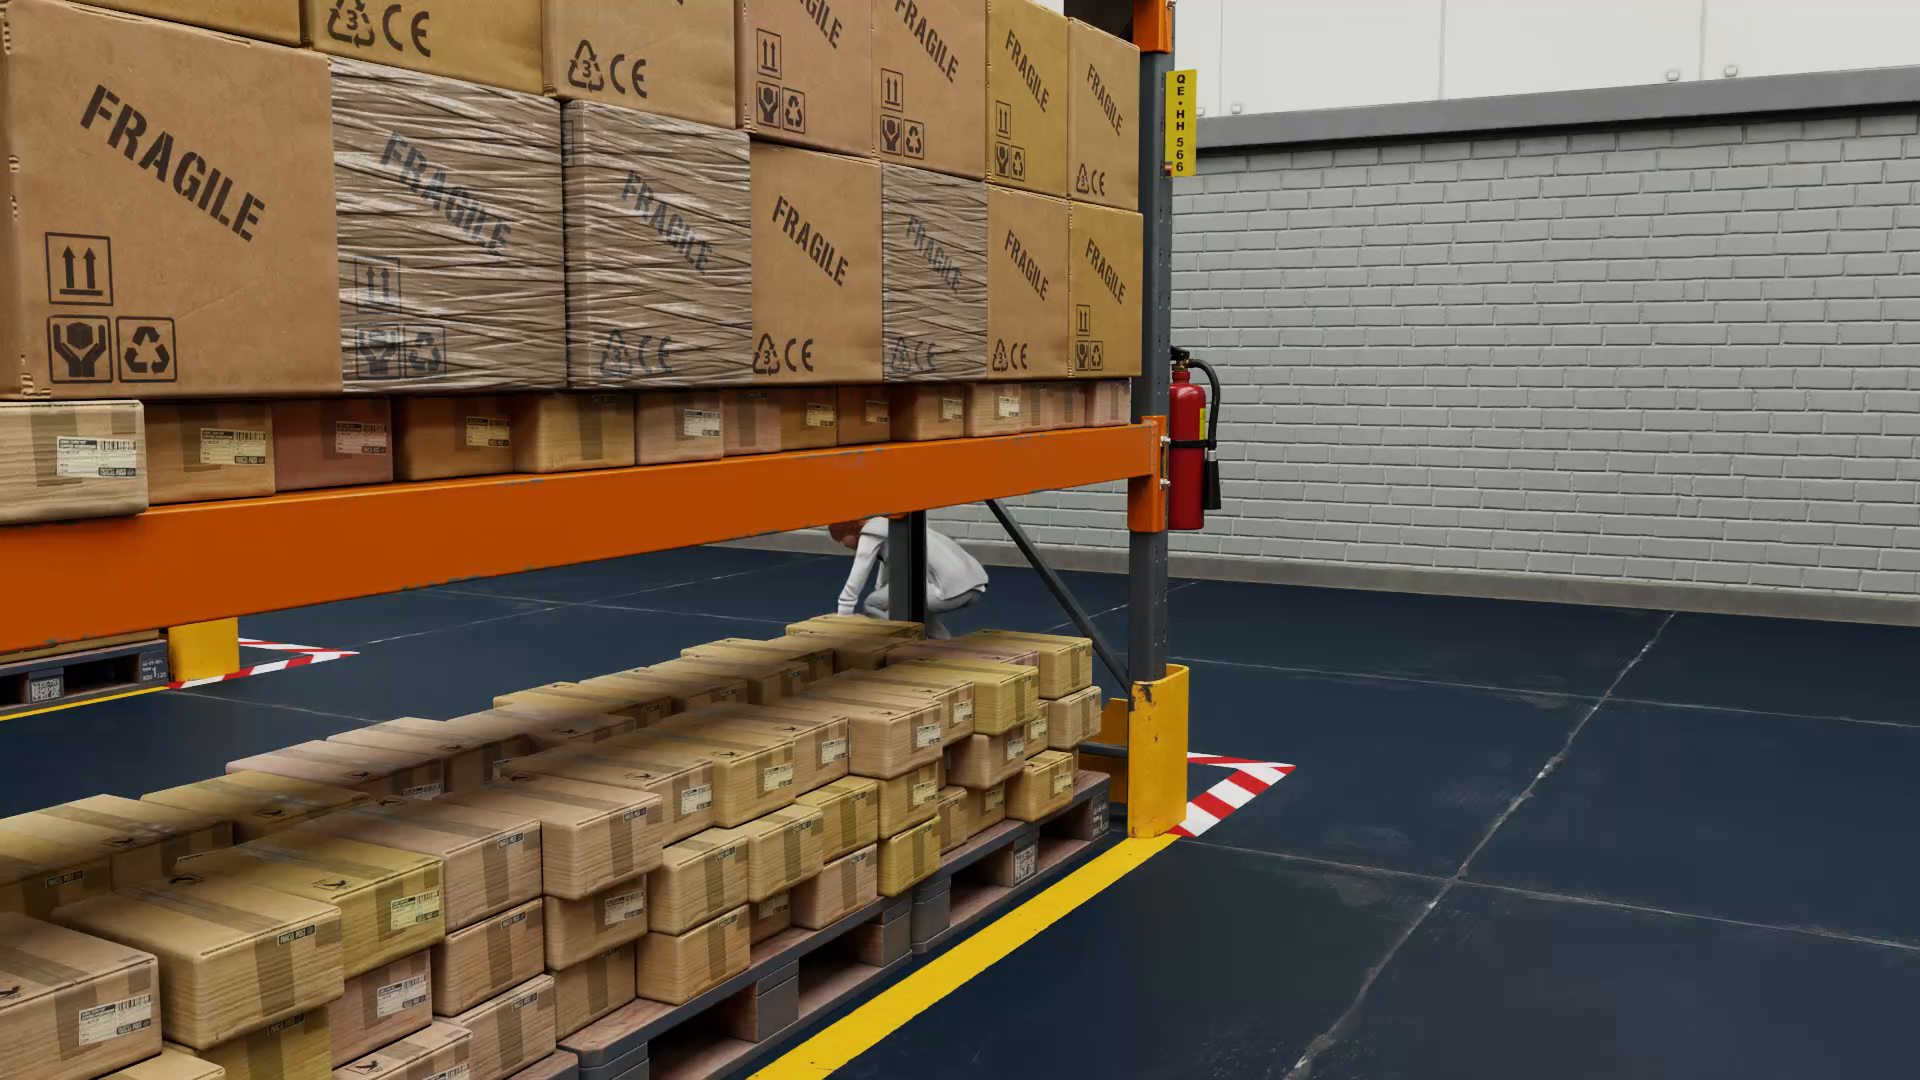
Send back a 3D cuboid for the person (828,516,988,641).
[{"bbox_3d":[-0.259,0.238,7.959,0.804,0.829,0.440,3,7,28],"label":"person"}]
